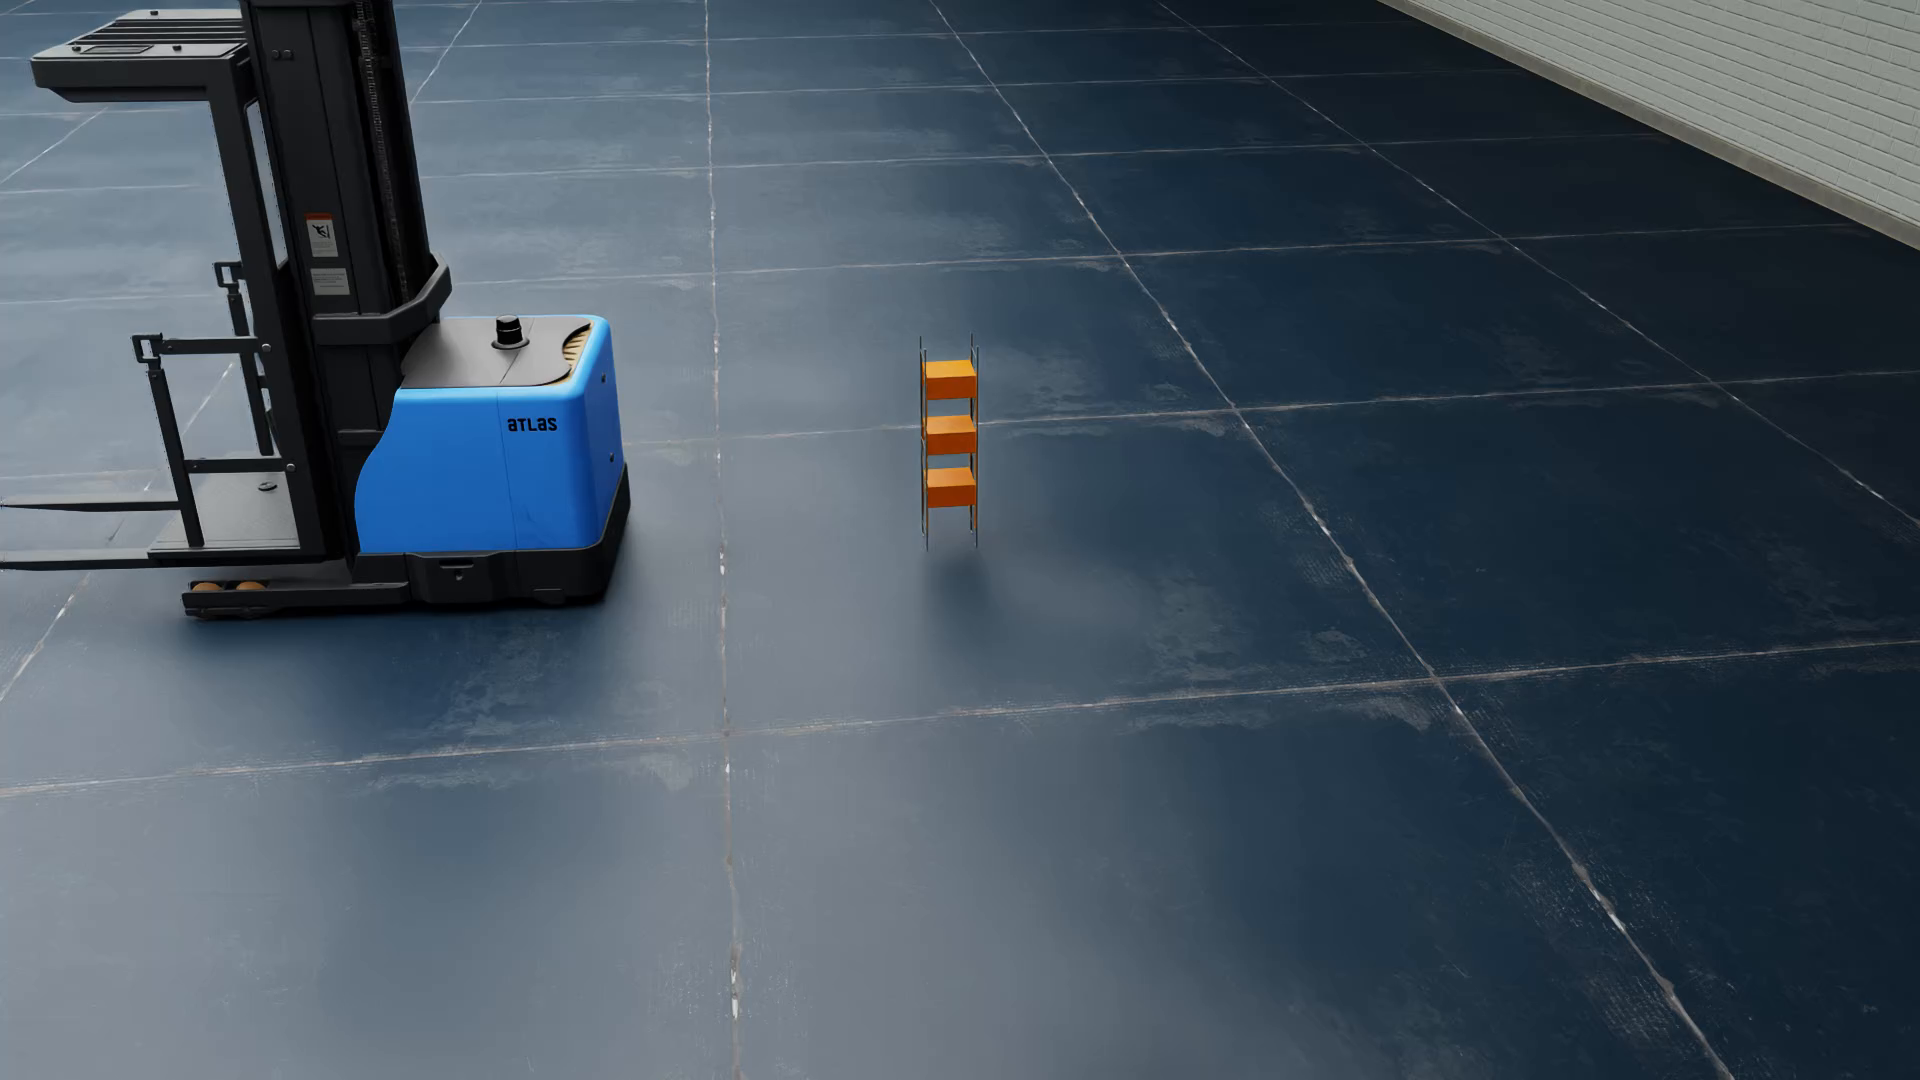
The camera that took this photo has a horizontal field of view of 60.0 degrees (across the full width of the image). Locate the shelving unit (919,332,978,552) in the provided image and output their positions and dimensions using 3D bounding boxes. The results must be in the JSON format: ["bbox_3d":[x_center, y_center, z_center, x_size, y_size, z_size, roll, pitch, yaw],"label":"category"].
[{"bbox_3d":[-0.053,-0.464,8.004,0.252,1.050,0.215,-4,27,-7],"label":"shelving unit"}]

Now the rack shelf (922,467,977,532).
[{"bbox_3d":[-0.053,-0.207,8.135,0.240,0.259,0.215,-4,27,-7],"label":"rack shelf"}]

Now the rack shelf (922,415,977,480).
[{"bbox_3d":[-0.053,-0.454,8.009,0.240,0.259,0.215,-4,27,-7],"label":"rack shelf"}]

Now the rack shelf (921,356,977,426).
[{"bbox_3d":[-0.053,-0.707,7.879,0.240,0.259,0.215,-4,27,-7],"label":"rack shelf"}]

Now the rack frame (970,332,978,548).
[{"bbox_3d":[0.068,-0.471,8.019,0.008,1.050,0.200,-4,27,-7],"label":"rack frame"}]

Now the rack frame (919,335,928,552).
[{"bbox_3d":[-0.174,-0.456,7.989,0.008,1.050,0.200,-4,27,-7],"label":"rack frame"}]

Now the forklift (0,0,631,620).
[{"bbox_3d":[-3.162,-1.190,7.359,3.031,2.935,1.130,-1,27,-3],"label":"forklift"}]
